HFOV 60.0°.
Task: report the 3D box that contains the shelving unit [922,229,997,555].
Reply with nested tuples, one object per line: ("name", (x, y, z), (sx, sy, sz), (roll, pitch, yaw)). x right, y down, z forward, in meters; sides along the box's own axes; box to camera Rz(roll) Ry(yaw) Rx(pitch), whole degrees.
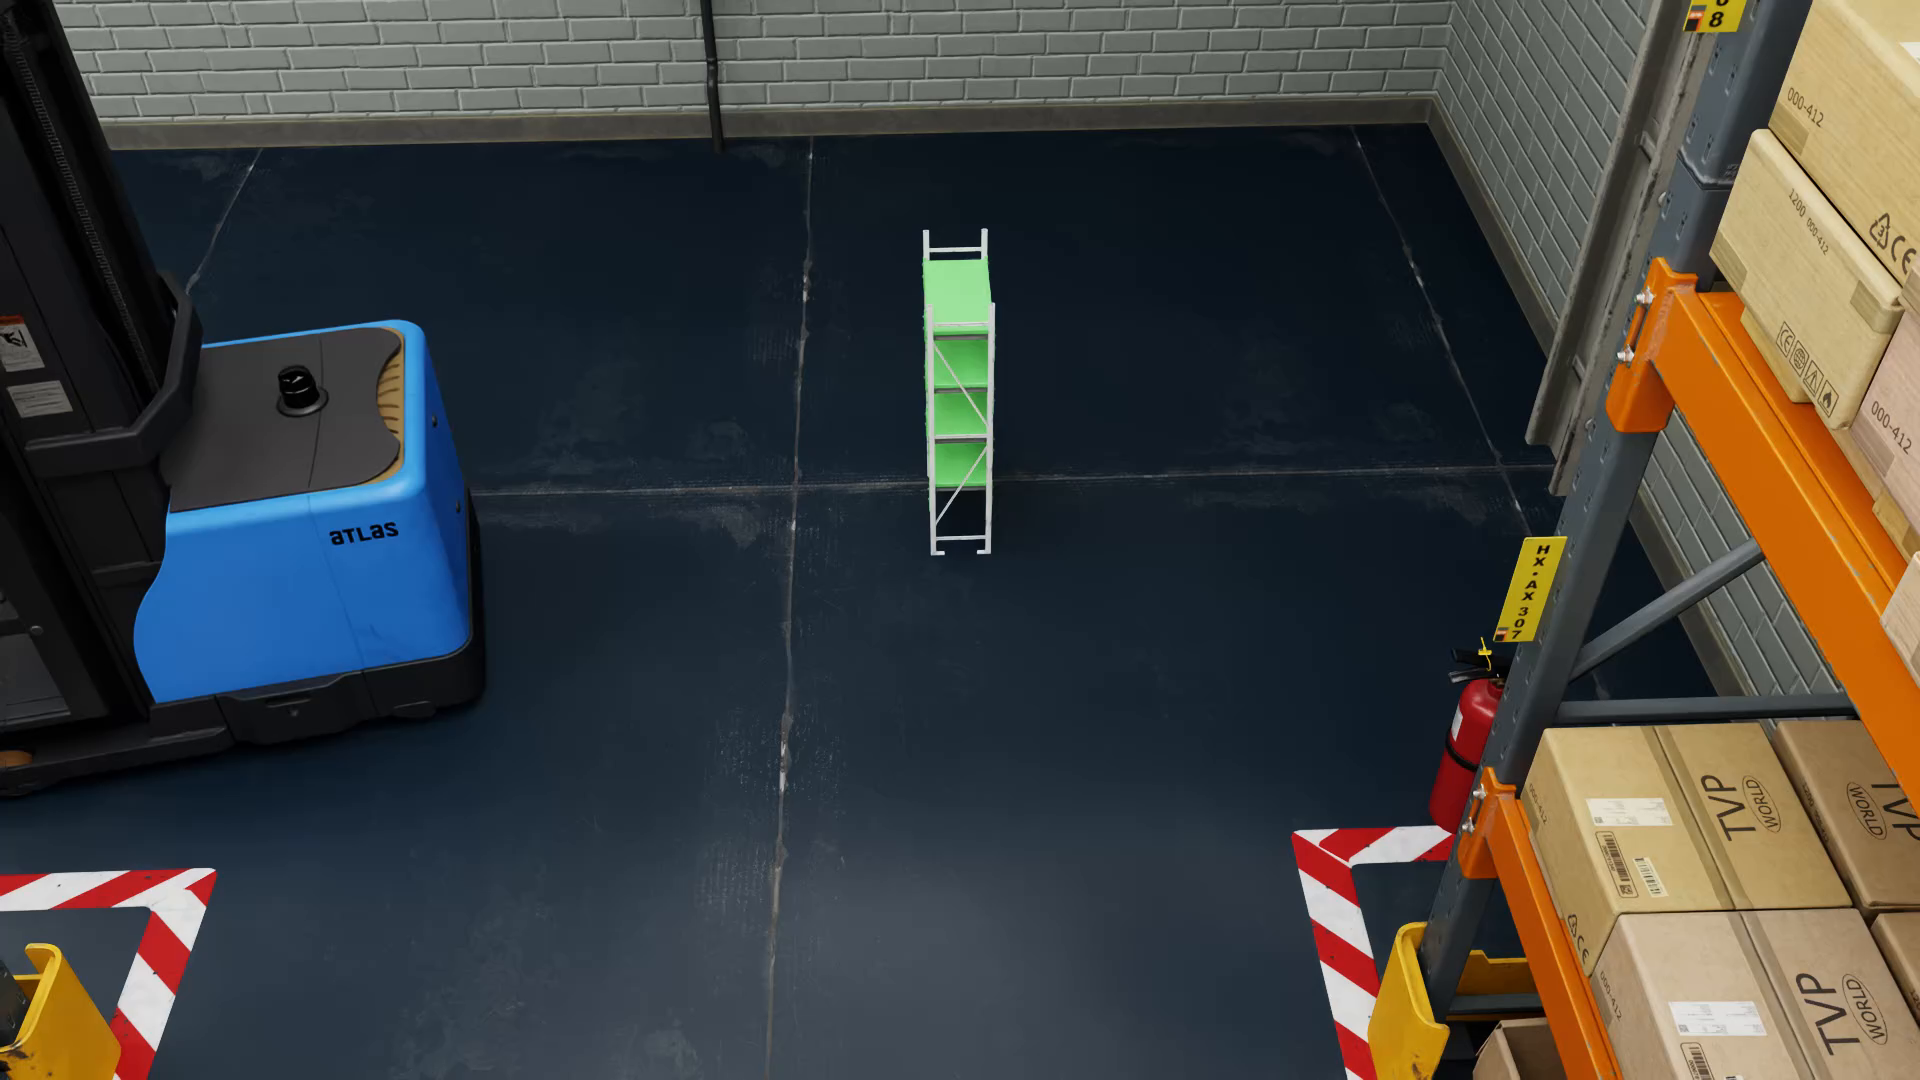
("shelving unit", (-0.007, -0.554, 6.467), (0.258, 1.200, 0.503), (-2, 43, -2))

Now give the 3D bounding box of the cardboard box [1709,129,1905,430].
("cardboard box", (1.579, -0.434, 2.675), (0.500, 0.250, 0.500), (-2, 43, -2))

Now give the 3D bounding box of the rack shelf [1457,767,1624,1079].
("rack shelf", (1.919, 2.034, 2.844), (1.077, 0.370, 4.000), (-2, 43, -2))

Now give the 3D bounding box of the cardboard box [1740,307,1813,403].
("cardboard box", (1.615, -0.373, 2.903), (0.380, 0.149, 0.250), (-1, 43, -1))

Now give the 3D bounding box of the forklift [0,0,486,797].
("forklift", (-3.307, -0.556, 5.187), (3.031, 2.935, 1.130), (-9, 43, -10))

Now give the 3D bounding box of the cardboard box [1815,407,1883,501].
("cardboard box", (1.652, -0.197, 2.711), (0.380, 0.149, 0.250), (-1, 43, -1))

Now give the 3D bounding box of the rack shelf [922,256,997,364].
("rack shelf", (-0.007, -0.861, 6.185), (0.258, 0.148, 0.480), (-2, 43, -2))

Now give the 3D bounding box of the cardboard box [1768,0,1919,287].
("cardboard box", (1.602, -0.619, 2.507), (0.500, 0.250, 0.500), (-2, 43, -2))

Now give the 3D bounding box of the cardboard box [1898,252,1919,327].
("cardboard box", (1.604, -0.275, 2.132), (0.500, 0.250, 0.500), (-2, 43, -2))

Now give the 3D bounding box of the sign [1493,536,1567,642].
("sign", (1.291, 0.115, 3.764), (0.100, 0.325, 0.005), (-2, 43, -2))

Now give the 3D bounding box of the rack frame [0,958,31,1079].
("rack frame", (-3.125, 0.563, 3.916), (1.000, 3.000, 0.127), (-2, 43, -2))

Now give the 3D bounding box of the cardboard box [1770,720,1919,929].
("cardboard box", (2.118, 0.667, 3.693), (0.500, 0.250, 0.500), (0, 43, -1))

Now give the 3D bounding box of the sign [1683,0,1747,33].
("sign", (1.291, -0.994, 2.748), (0.100, 0.325, 0.005), (-2, 43, -2))

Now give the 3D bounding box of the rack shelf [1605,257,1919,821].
("rack shelf", (1.919, 0.928, 1.830), (1.077, 0.370, 4.000), (-2, 43, -2))

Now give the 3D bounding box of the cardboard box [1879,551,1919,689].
("cardboard box", (1.554, 0.148, 2.334), (0.380, 0.149, 0.250), (-1, 43, -1))

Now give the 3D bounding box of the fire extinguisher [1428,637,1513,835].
("fire extinguisher", (1.366, 0.498, 4.320), (0.296, 0.674, 0.183), (-2, 43, -2))

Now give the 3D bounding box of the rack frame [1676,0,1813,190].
("rack frame", (1.834, -1.793, 2.047), (1.000, 3.000, 0.127), (-2, 43, -2))

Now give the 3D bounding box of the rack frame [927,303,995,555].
("rack frame", (0.003, -0.389, 6.287), (0.240, 1.200, 0.015), (-2, 43, -2))

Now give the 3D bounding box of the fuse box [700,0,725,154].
("fuse box", (-1.283, -2.730, 8.461), (0.539, 1.711, 0.414), (-2, 43, -2))

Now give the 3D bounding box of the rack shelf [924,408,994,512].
("rack shelf", (-0.007, -0.330, 6.672), (0.258, 0.148, 0.480), (-2, 43, -2))

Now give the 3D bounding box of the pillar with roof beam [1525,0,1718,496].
("pillar with roof beam", (-1.682, -3.516, 3.926), (9.100, 9.000, 0.400), (-2, 43, -2))

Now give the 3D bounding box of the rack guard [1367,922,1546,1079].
("rack guard", (1.837, 1.391, 4.862), (1.175, 0.500, 0.348), (-2, 43, -2))

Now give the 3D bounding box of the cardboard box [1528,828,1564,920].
("cardboard box", (1.573, 0.741, 3.908), (0.380, 0.149, 0.250), (-2, 43, -2))

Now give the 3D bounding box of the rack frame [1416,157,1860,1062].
("rack frame", (1.834, 0.418, 4.074), (1.000, 3.000, 0.127), (-2, 43, -2))

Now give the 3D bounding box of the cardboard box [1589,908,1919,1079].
("cardboard box", (1.605, 1.018, 3.310), (0.500, 0.250, 0.500), (-1, 43, -1))

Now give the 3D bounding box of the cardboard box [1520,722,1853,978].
("cardboard box", (1.584, 0.678, 3.681), (0.500, 0.250, 0.500), (-1, 43, -2))

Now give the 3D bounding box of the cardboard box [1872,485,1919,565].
("cardboard box", (1.646, -0.023, 2.521), (0.380, 0.149, 0.250), (-1, 43, -2))

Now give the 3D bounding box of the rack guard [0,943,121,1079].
("rack guard", (-3.126, 1.469, 4.778), (1.175, 0.500, 0.348), (-2, 43, -2))

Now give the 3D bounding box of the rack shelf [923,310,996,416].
("rack shelf", (-0.007, -0.684, 6.348), (0.258, 0.148, 0.480), (-2, 43, -2))

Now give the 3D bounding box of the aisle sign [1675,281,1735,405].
("aisle sign", (1.537, -0.578, 3.236), (0.394, 0.787, 0.004), (-2, 43, -2))

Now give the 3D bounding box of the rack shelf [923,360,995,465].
("rack shelf", (-0.007, -0.507, 6.510), (0.258, 0.148, 0.480), (-2, 43, -2))

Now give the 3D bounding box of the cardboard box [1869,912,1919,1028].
("cardboard box", (2.139, 1.015, 3.314), (0.500, 0.250, 0.500), (-2, 43, -2))

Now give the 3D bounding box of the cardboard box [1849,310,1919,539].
("cardboard box", (1.622, -0.092, 2.301), (0.500, 0.250, 0.500), (-1, 43, -1))

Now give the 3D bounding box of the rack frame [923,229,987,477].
("rack frame", (-0.017, -0.719, 6.646), (0.240, 1.200, 0.015), (-2, 43, -2))

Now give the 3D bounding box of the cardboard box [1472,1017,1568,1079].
("cardboard box", (1.765, 1.599, 4.322), (0.797, 0.503, 0.637), (-3, 43, -3))
